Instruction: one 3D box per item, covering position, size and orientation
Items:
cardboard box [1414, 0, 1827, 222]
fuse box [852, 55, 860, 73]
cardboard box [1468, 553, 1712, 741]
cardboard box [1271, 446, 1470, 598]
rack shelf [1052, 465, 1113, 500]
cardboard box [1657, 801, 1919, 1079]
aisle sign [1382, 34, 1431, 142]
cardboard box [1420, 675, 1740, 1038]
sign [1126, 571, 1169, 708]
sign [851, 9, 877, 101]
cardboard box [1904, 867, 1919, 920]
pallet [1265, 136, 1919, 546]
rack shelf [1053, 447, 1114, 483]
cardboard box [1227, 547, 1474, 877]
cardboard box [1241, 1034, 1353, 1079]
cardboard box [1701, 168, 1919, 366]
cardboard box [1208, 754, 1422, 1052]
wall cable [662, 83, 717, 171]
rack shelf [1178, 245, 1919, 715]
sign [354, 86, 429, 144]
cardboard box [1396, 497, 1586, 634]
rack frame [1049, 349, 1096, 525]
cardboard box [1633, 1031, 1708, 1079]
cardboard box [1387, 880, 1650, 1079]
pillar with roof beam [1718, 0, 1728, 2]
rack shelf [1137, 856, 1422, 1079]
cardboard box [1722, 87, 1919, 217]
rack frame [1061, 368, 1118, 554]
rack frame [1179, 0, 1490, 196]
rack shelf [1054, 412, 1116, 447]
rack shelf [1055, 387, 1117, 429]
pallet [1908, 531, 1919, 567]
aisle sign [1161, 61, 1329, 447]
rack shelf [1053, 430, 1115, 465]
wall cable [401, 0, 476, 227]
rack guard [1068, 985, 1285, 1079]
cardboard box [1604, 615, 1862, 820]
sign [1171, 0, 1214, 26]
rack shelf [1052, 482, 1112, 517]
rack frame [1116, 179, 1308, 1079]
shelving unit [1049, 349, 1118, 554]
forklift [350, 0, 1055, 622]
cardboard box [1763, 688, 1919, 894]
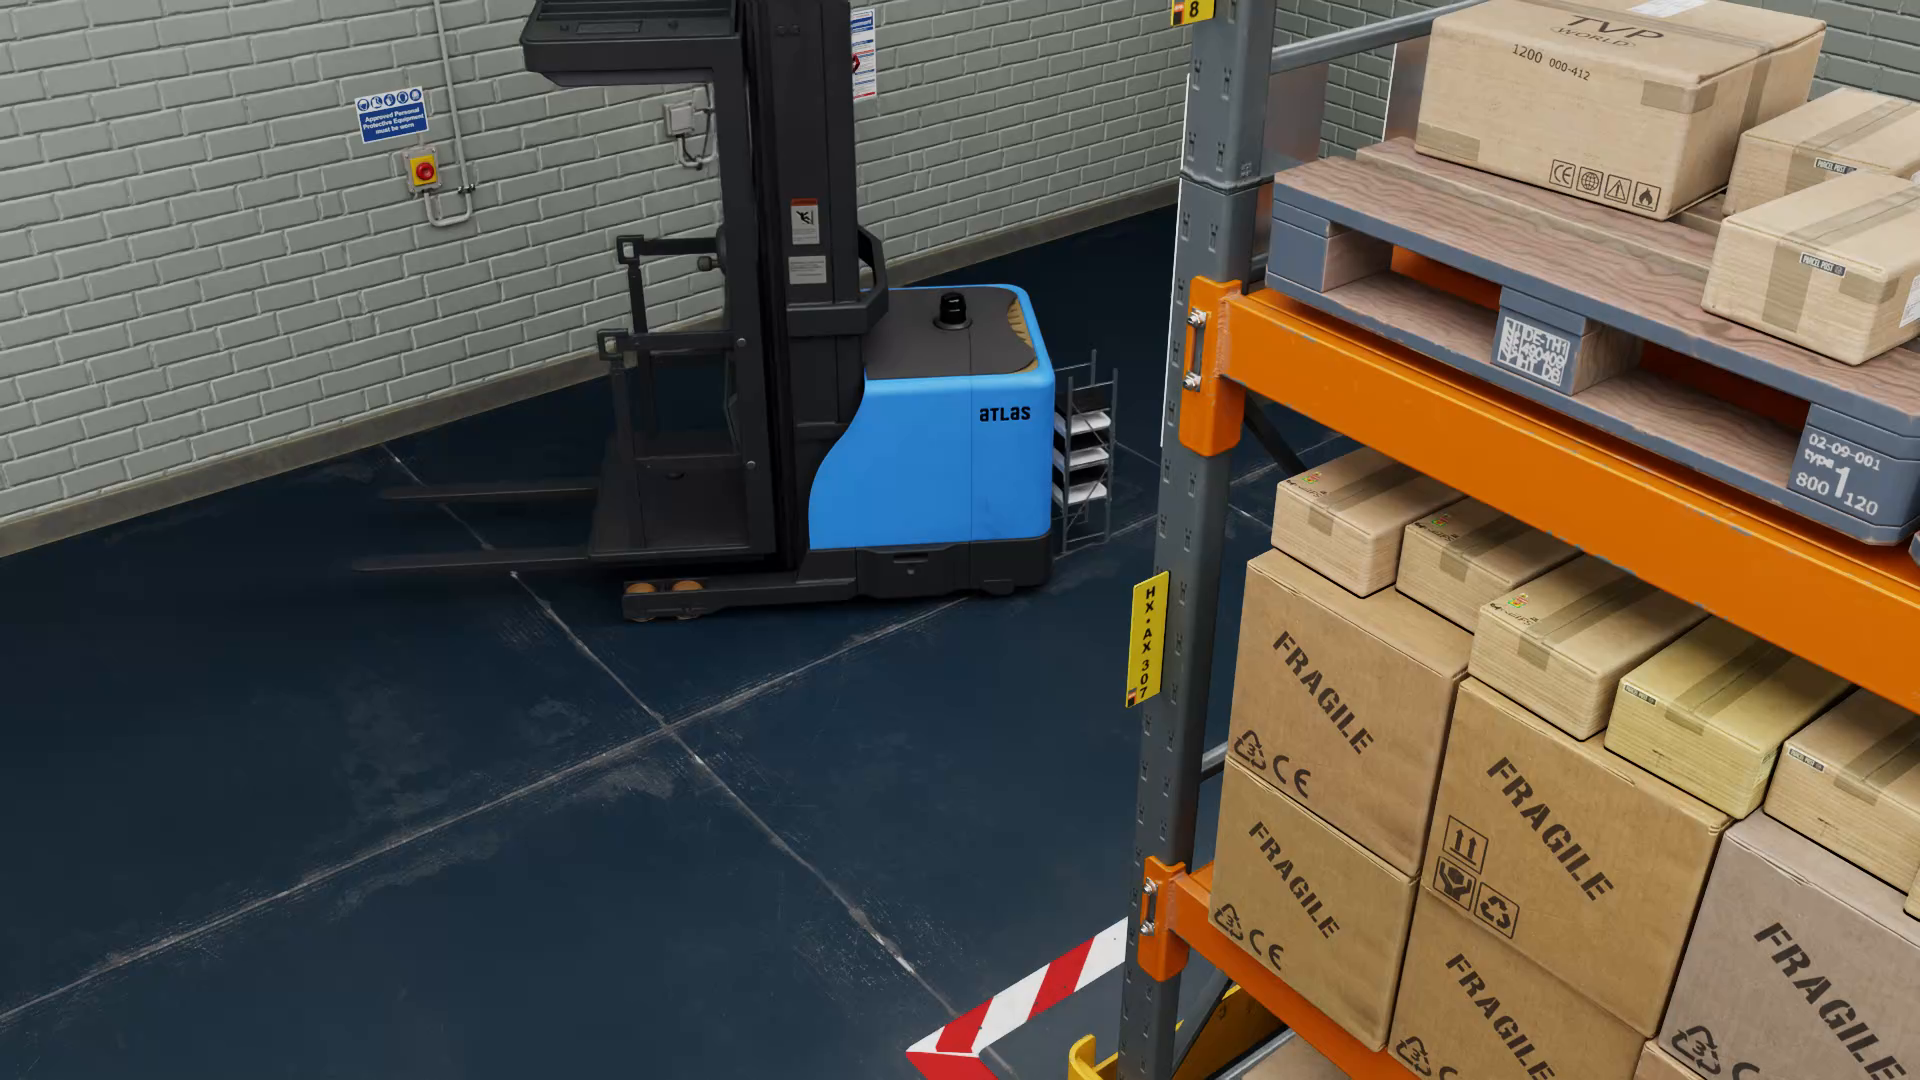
[{"bbox_3d":[1.200,-0.827,3.045,0.500,0.250,0.500,-26,40,-36],"label":"cardboard box"},{"bbox_3d":[-0.874,-1.968,9.297,0.539,1.711,0.414,-22,38,-31],"label":"fuse box"},{"bbox_3d":[1.138,0.172,2.972,0.380,0.149,0.250,-21,38,-30],"label":"cardboard box"},{"bbox_3d":[0.852,-0.059,3.345,0.380,0.149,0.250,-21,38,-30],"label":"cardboard box"},{"bbox_3d":[0.537,-0.287,7.593,0.258,0.077,0.200,-13,34,-20],"label":"rack shelf"},{"bbox_3d":[1.567,0.696,2.744,0.500,0.500,0.500,-23,38,-32],"label":"cardboard box"},{"bbox_3d":[1.054,-0.789,3.713,0.394,0.787,0.004,-22,38,-31],"label":"aisle sign"},{"bbox_3d":[1.245,0.484,3.085,0.500,0.500,0.500,-23,39,-33],"label":"cardboard box"},{"bbox_3d":[0.411,0.221,3.655,0.100,0.325,0.005,-22,38,-31],"label":"sign"},{"bbox_3d":[-0.611,-2.721,9.378,0.329,0.494,0.001,-22,38,-31],"label":"sign"},{"bbox_3d":[1.636,0.486,2.467,0.380,0.149,0.250,-22,38,-31],"label":"cardboard box"},{"bbox_3d":[1.316,-0.485,2.929,1.003,0.211,1.213,-22,38,-31],"label":"pallet"},{"bbox_3d":[0.537,-0.363,7.545,0.258,0.077,0.200,-13,34,-20],"label":"rack shelf"},{"bbox_3d":[0.923,0.271,3.428,0.500,0.500,0.500,-23,39,-32],"label":"cardboard box"},{"bbox_3d":[1.337,1.599,4.364,0.875,0.438,0.875,-24,39,-33],"label":"cardboard box"},{"bbox_3d":[1.339,-0.415,2.477,0.380,0.149,0.250,-21,37,-30],"label":"cardboard box"},{"bbox_3d":[0.921,0.696,3.691,0.500,0.500,0.500,-23,38,-32],"label":"cardboard box"},{"bbox_3d":[-1.510,-2.792,8.439,0.588,1.984,0.122,-22,38,-31],"label":"wall cable"},{"bbox_3d":[2.080,0.311,2.245,1.077,0.370,4.000,-22,38,-31],"label":"rack shelf"},{"bbox_3d":[-2.699,-2.021,7.905,0.327,0.218,0.001,-22,38,-31],"label":"sign"},{"bbox_3d":[1.069,0.027,3.207,0.380,0.149,0.250,-21,38,-30],"label":"cardboard box"},{"bbox_3d":[0.496,-0.441,7.607,0.240,0.900,0.006,-13,34,-20],"label":"rack frame"},{"bbox_3d":[1.551,1.116,3.016,0.500,0.500,0.500,-23,38,-32],"label":"cardboard box"},{"bbox_3d":[1.253,0.898,3.366,0.500,0.500,0.500,-23,38,-32],"label":"cardboard box"},{"bbox_3d":[0.430,-3.733,5.231,9.100,9.000,0.400,-22,38,-31],"label":"pillar with roof beam"},{"bbox_3d":[2.080,1.585,3.037,1.077,0.370,4.000,-22,38,-31],"label":"rack shelf"},{"bbox_3d":[1.521,-0.635,2.832,0.380,0.149,0.250,-26,40,-35],"label":"cardboard box"},{"bbox_3d":[0.578,-0.342,7.448,0.240,0.900,0.006,-13,34,-20],"label":"rack frame"},{"bbox_3d":[0.853,-2.103,2.606,1.000,3.000,0.127,-22,38,-31],"label":"rack frame"},{"bbox_3d":[0.537,-0.516,7.450,0.258,0.077,0.200,-13,34,-20],"label":"rack shelf"},{"bbox_3d":[0.537,-0.593,7.403,0.258,0.077,0.200,-13,34,-20],"label":"rack shelf"},{"bbox_3d":[2.069,0.024,2.110,1.003,0.211,1.213,-22,38,-31],"label":"pallet"},{"bbox_3d":[0.580,-0.595,3.400,0.394,0.787,0.004,-22,38,-31],"label":"aisle sign"},{"bbox_3d":[0.537,-0.440,7.498,0.258,0.077,0.200,-13,34,-20],"label":"rack shelf"},{"bbox_3d":[-2.623,-2.342,7.684,0.585,1.953,0.123,-22,38,-31],"label":"wall cable"},{"bbox_3d":[0.839,1.498,4.865,1.175,0.500,0.348,-22,38,-31],"label":"rack guard"},{"bbox_3d":[1.314,0.276,2.805,0.380,0.149,0.250,-24,39,-33],"label":"cardboard box"},{"bbox_3d":[0.411,-1.056,2.861,0.100,0.325,0.005,-22,38,-31],"label":"sign"},{"bbox_3d":[0.537,-0.210,7.640,0.258,0.077,0.200,-13,34,-20],"label":"rack shelf"},{"bbox_3d":[0.853,0.446,4.189,1.000,3.000,0.127,-22,38,-31],"label":"rack frame"},{"bbox_3d":[0.537,-0.392,7.527,0.258,0.900,0.210,-13,34,-20],"label":"shelving unit"},{"bbox_3d":[-1.142,-1.185,6.880,3.031,2.935,1.130,-3,32,-5],"label":"forklift"},{"bbox_3d":[1.516,0.368,2.657,0.380,0.149,0.250,-22,38,-31],"label":"cardboard box"}]
